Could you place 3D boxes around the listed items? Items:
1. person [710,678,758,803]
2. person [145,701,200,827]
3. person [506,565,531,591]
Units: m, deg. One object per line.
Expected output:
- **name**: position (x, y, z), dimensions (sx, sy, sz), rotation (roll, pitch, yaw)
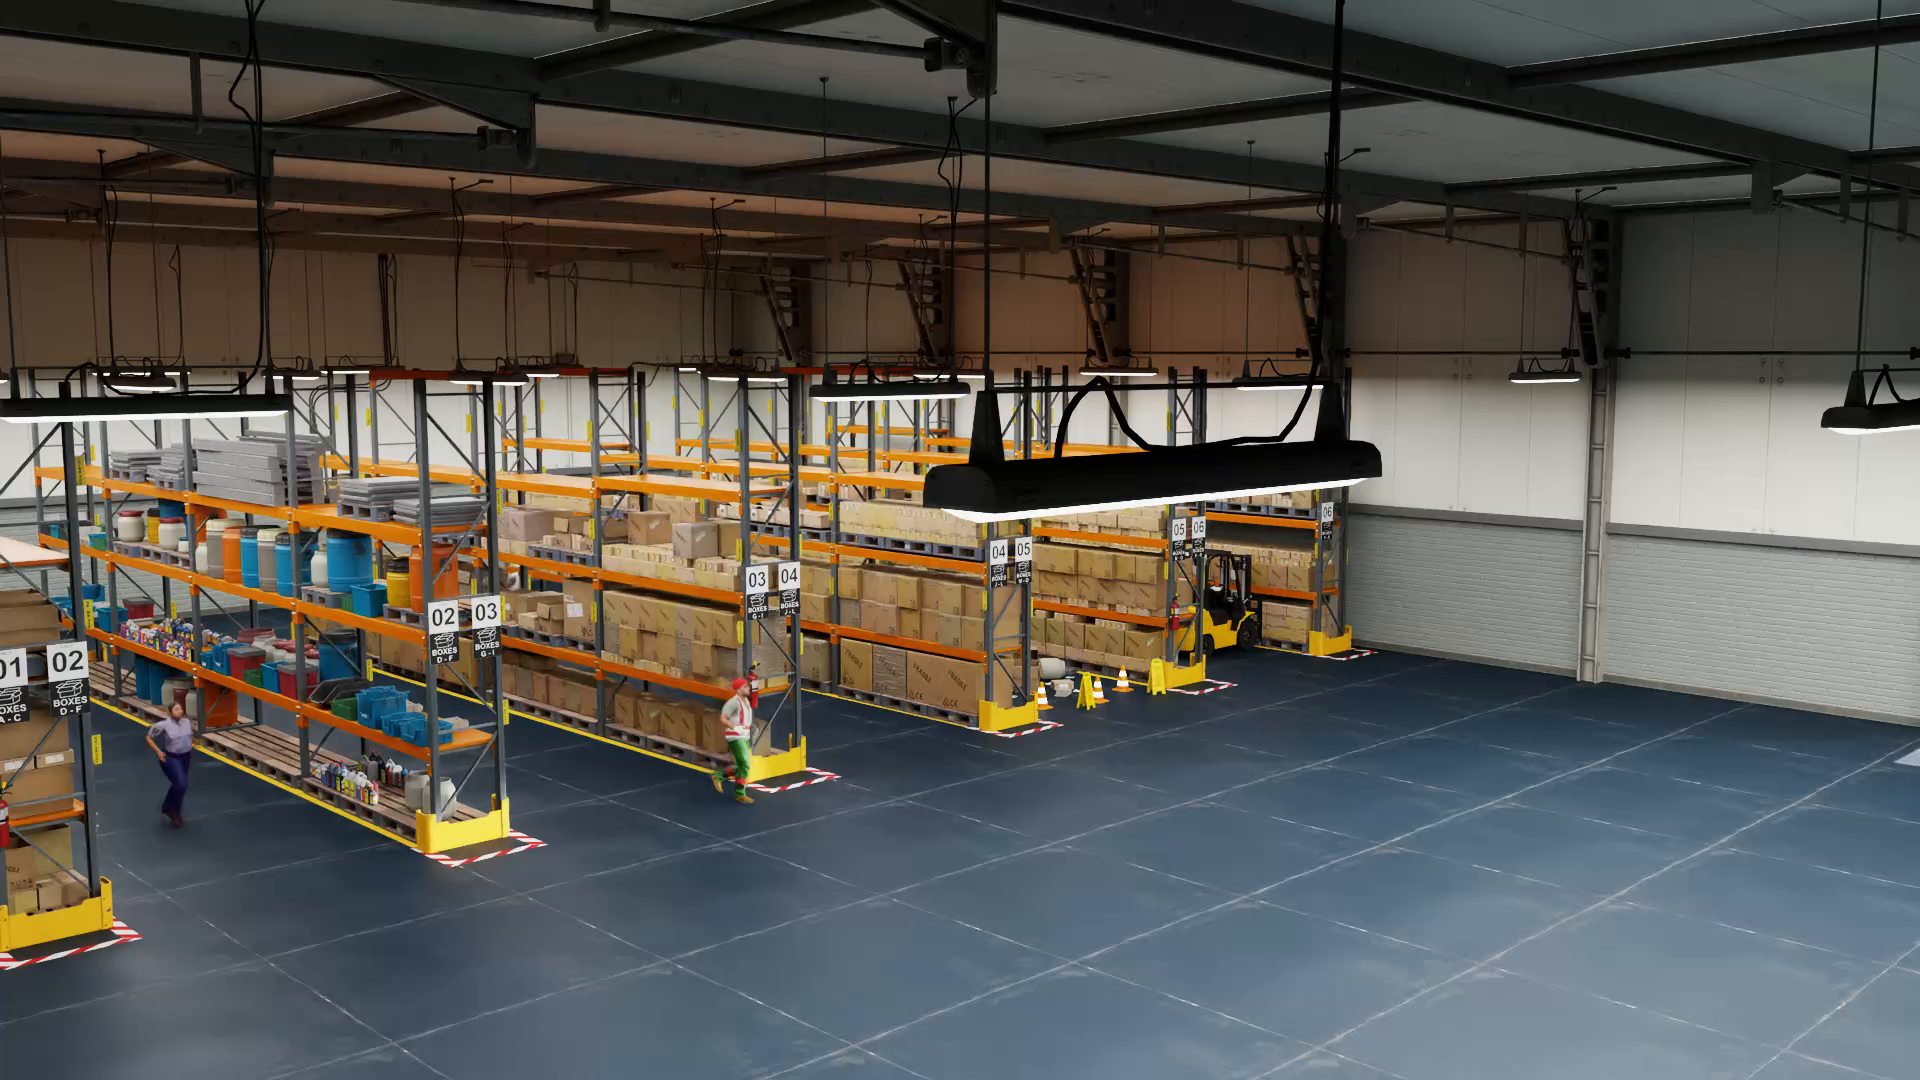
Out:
- **person**: position (-3.195, 2.819, 23.635), dimensions (0.708, 1.739, 0.701), rotation (2, 7, 20)
- **person**: position (-10.541, 3.010, 22.386), dimensions (0.711, 1.693, 0.581), rotation (3, 7, 23)
- **person**: position (-9.766, 1.333, 36.720), dimensions (0.659, 1.772, 1.049), rotation (-5, 8, -39)
